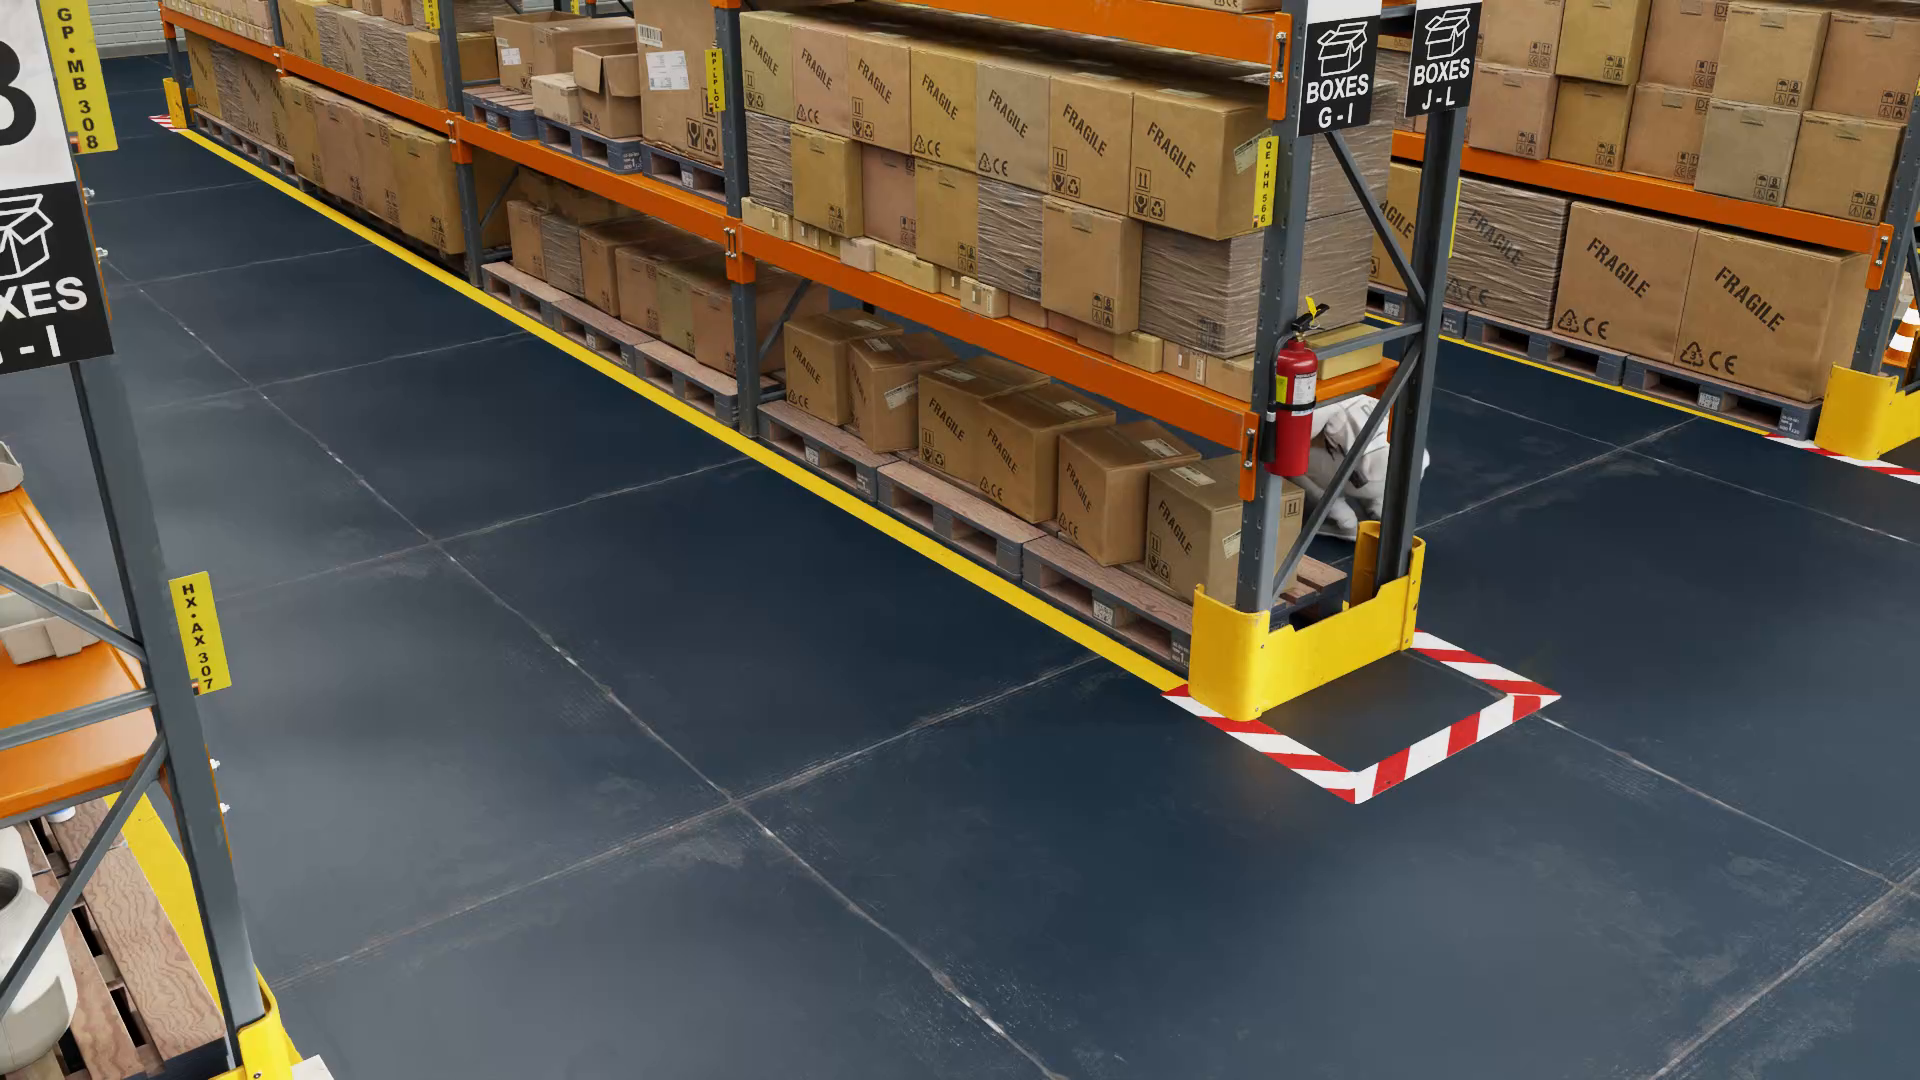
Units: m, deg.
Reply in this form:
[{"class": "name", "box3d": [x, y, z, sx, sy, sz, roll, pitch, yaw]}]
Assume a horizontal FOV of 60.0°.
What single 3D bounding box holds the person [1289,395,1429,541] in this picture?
[{"class": "person", "box3d": [1.981, -0.502, 8.564, 0.510, 0.943, 0.856, -20, 32, -37]}]
